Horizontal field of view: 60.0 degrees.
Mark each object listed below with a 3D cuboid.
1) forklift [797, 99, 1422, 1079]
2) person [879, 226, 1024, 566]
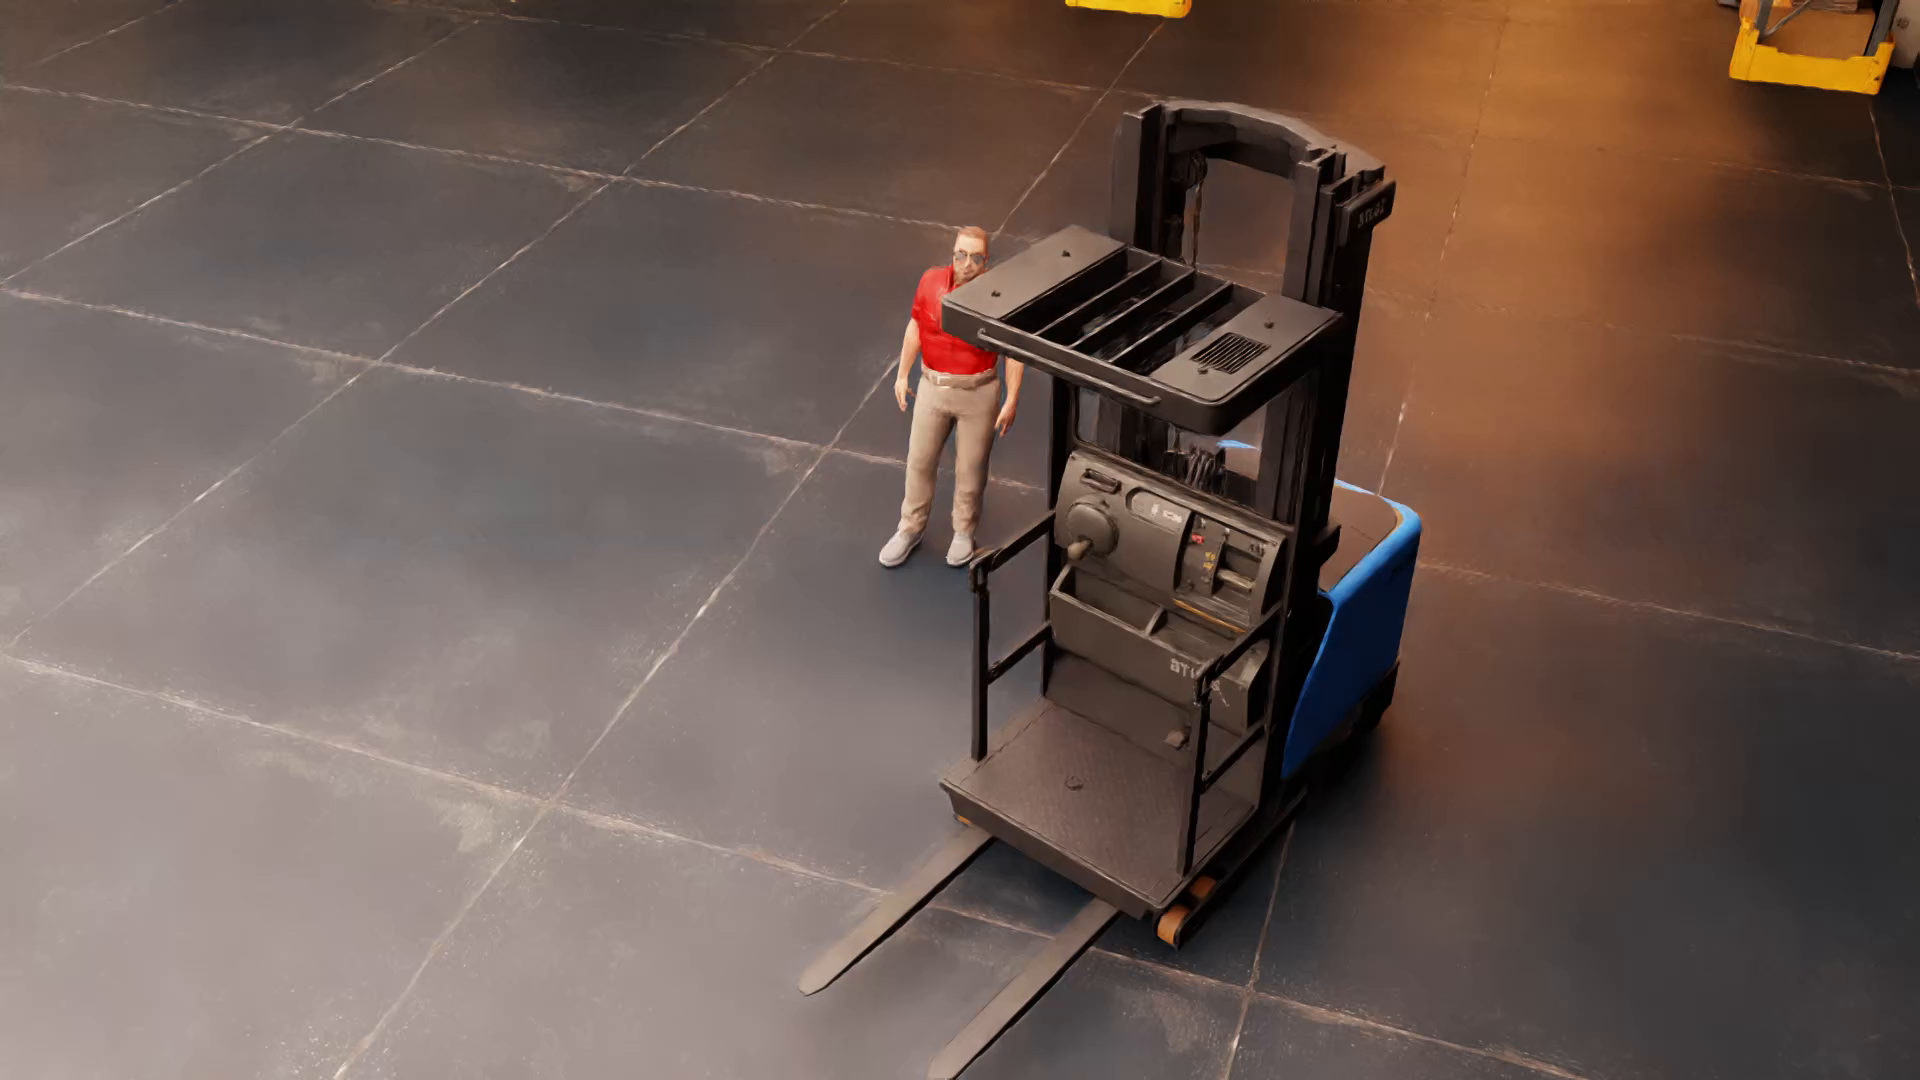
[{"bbox_3d":[0.628,0.043,6.050,1.130,2.935,3.031,25,43,31],"label":"forklift"},{"bbox_3d":[-0.041,-0.664,8.075,0.640,1.727,0.550,12,37,16],"label":"person"}]
